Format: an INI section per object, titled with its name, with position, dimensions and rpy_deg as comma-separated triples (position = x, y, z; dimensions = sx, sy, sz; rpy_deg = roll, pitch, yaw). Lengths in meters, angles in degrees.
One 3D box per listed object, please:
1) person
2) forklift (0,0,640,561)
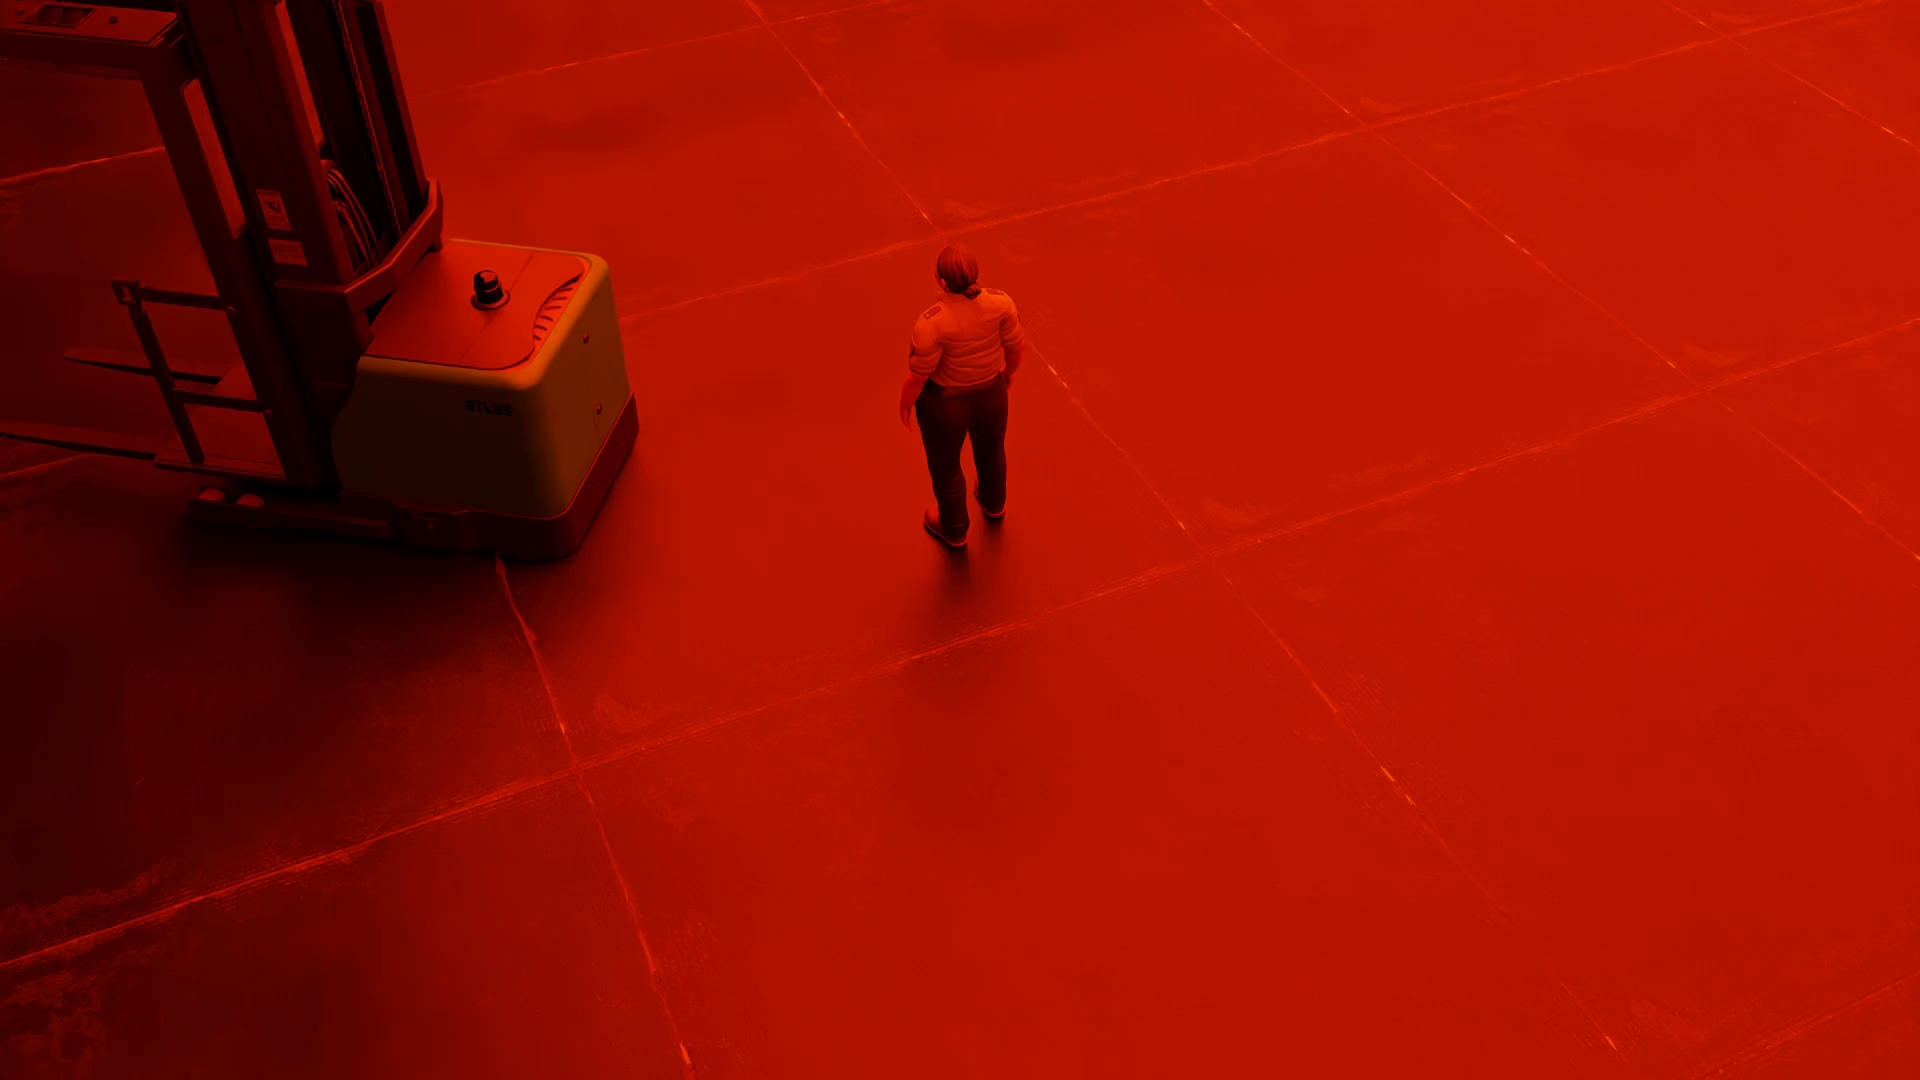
[person]
position = -0.017, -0.670, 7.329
dimensions = 0.598, 1.651, 0.502
rpy_deg = -18, 46, -18
[forklift]
position = -3.171, -1.472, 7.258
dimensions = 3.031, 2.935, 1.130
rpy_deg = 8, 44, 8
